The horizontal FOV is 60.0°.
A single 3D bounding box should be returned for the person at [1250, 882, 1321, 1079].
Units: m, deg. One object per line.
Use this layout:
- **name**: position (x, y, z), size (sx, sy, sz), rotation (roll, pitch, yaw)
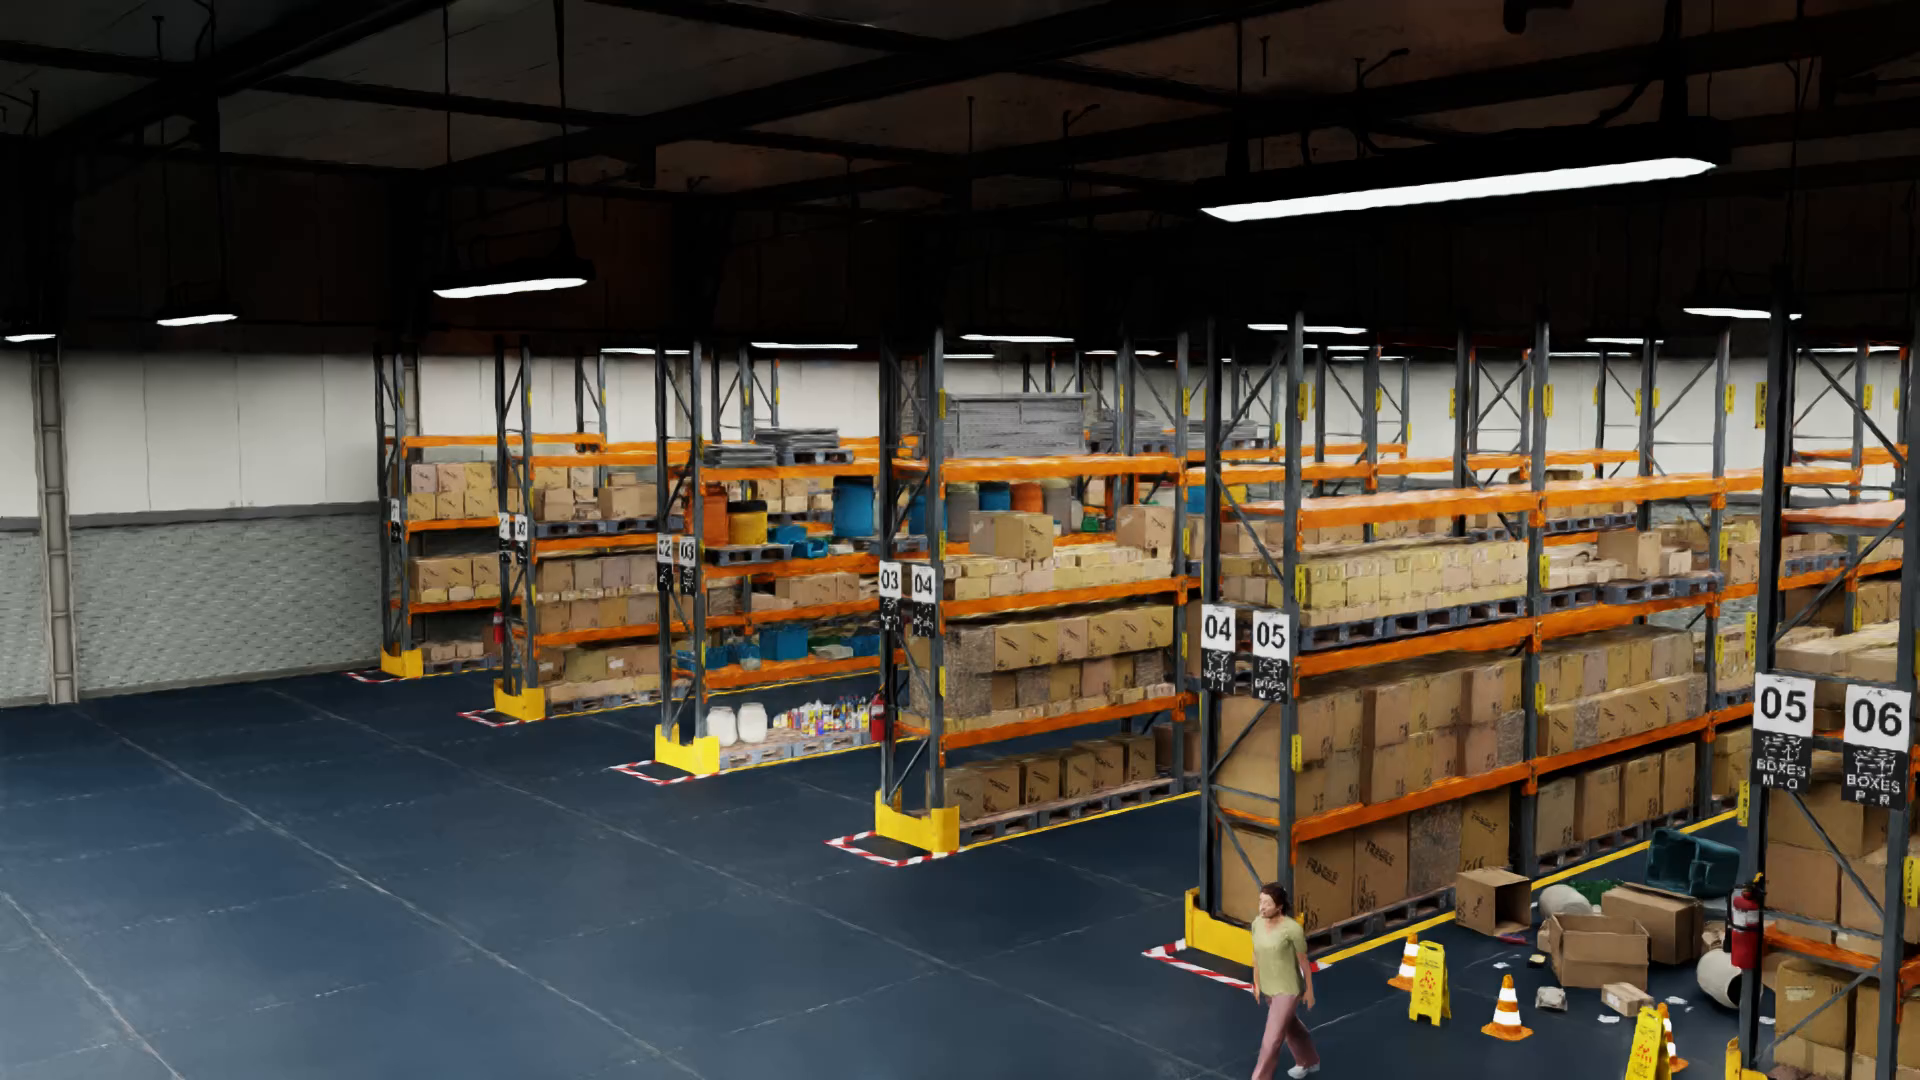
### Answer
- **person**: position (2.285, 3.257, 12.096), size (1.110, 1.590, 0.448), rotation (-4, 7, -38)
